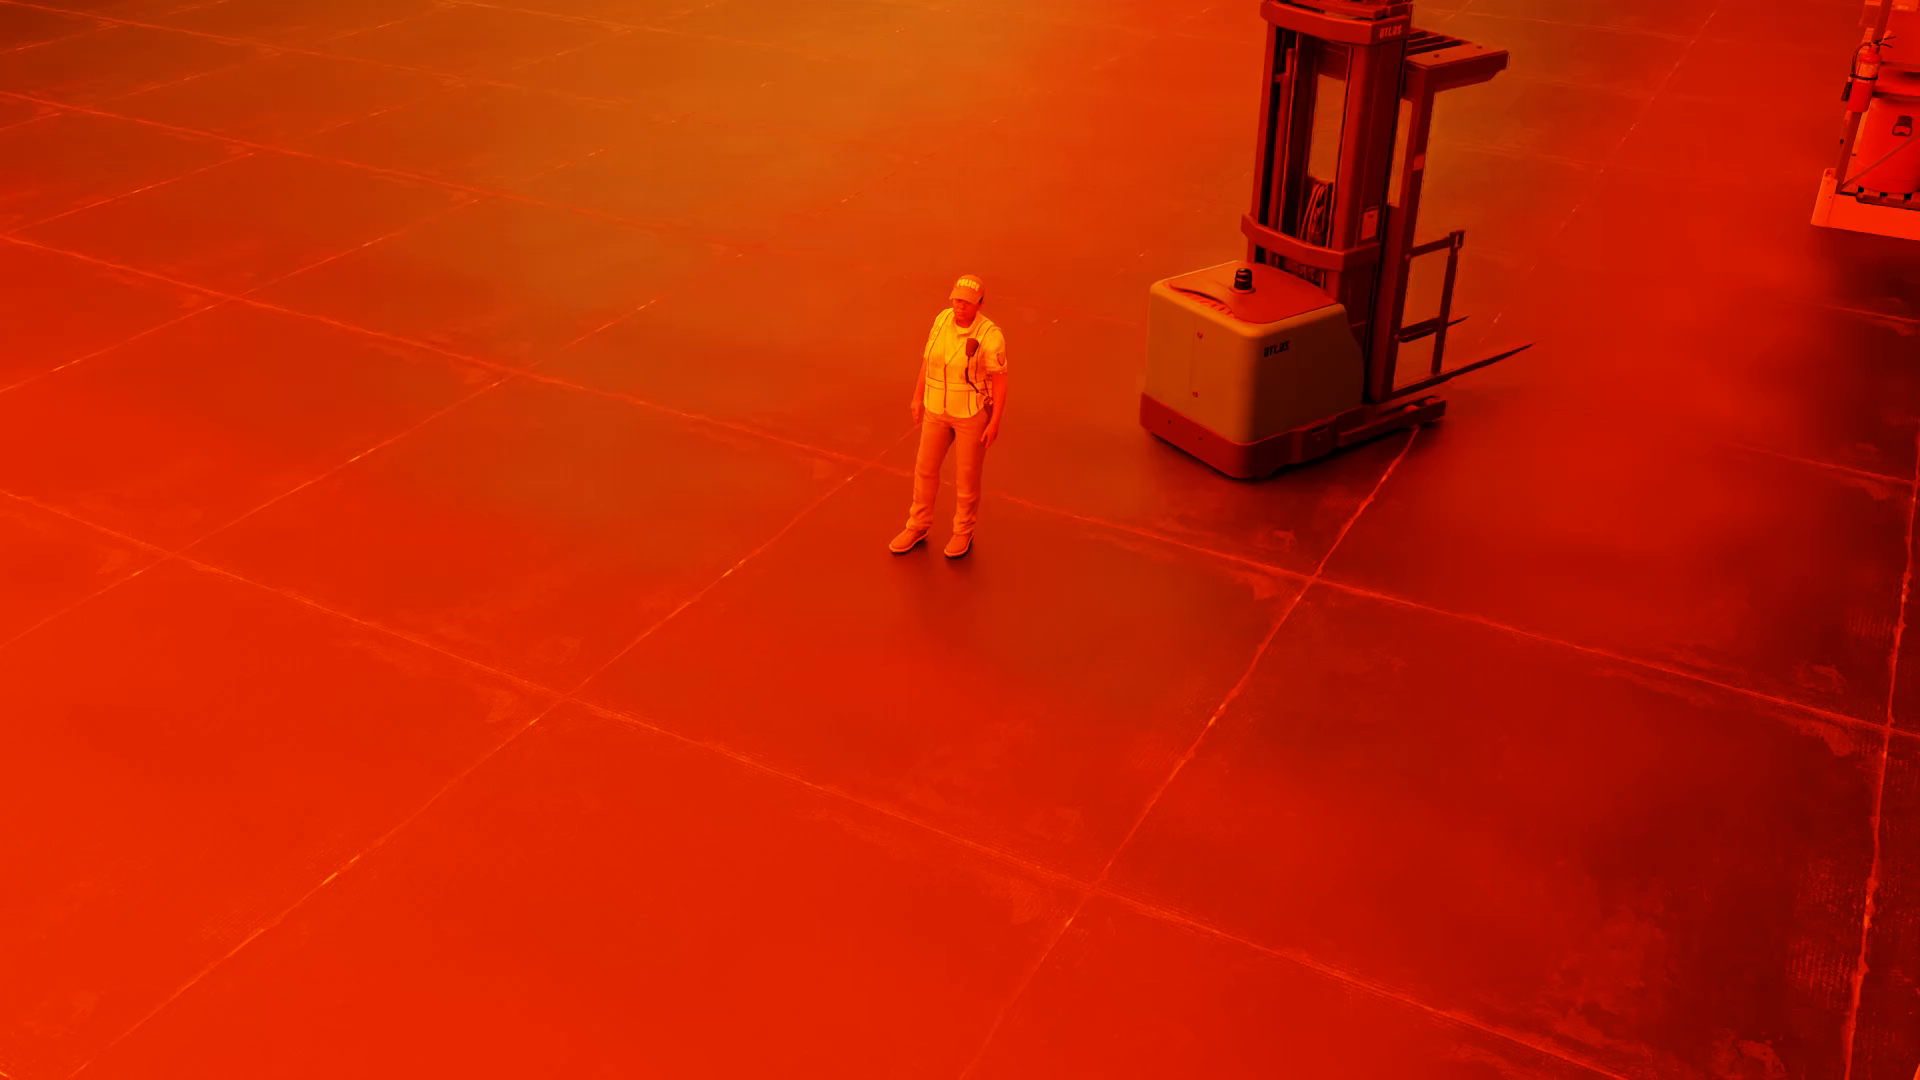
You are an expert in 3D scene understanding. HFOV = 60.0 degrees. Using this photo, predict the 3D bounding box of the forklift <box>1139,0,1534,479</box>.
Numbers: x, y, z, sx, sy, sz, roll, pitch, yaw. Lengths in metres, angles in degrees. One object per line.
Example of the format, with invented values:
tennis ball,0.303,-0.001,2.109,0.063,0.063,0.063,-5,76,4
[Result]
forklift,2.716,-2.218,10.914,3.031,2.935,1.130,-19,35,-29

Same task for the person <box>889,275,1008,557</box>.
person,-0.057,-0.700,9.534,0.598,1.670,0.529,15,33,25
